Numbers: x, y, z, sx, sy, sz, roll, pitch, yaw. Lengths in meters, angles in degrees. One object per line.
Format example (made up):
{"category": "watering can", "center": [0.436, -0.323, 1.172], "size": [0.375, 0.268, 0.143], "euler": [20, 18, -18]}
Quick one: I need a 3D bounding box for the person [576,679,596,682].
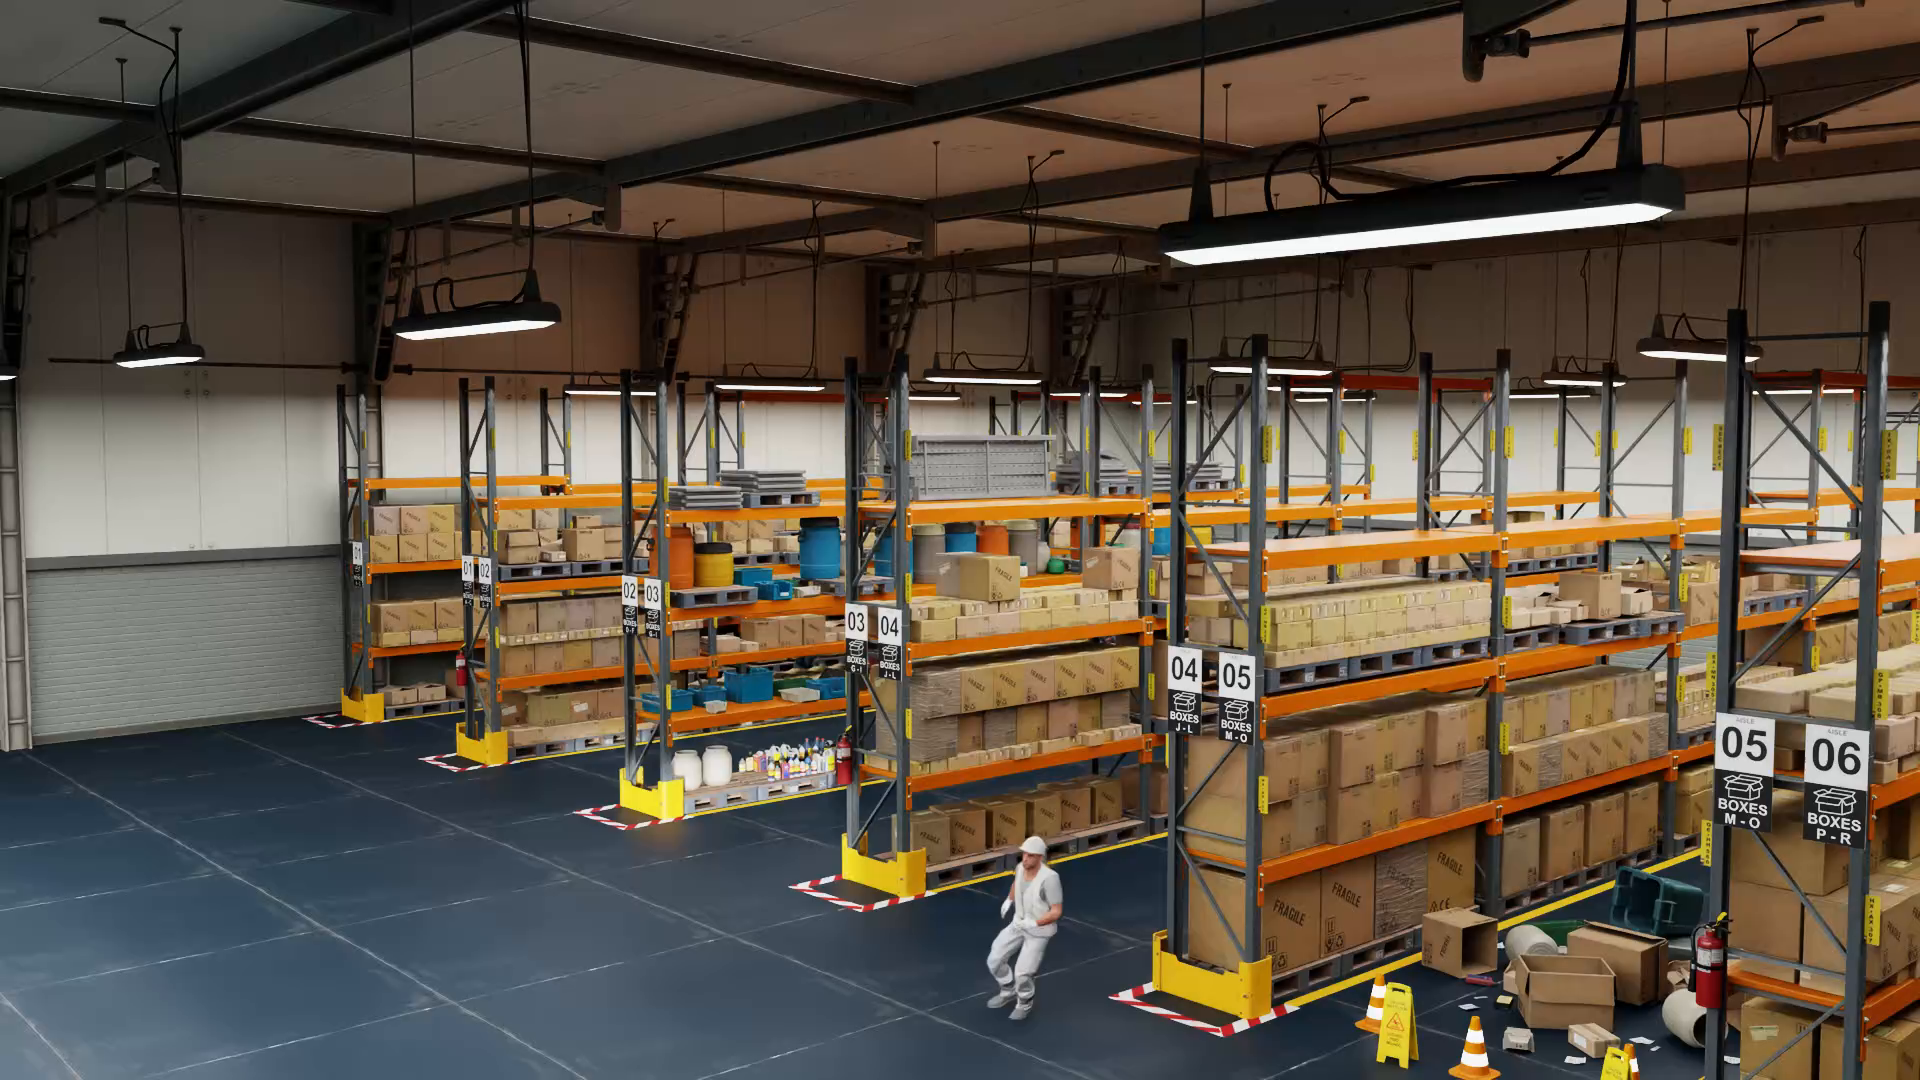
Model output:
{"category": "person", "center": [-6.863, 2.369, 30.132], "size": [0.667, 1.739, 0.838], "euler": [0, 4, -4]}

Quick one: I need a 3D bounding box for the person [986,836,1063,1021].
{"category": "person", "center": [0.533, 3.392, 14.438], "size": [0.858, 1.702, 0.669], "euler": [3, 5, 39]}

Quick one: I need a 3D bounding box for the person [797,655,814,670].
{"category": "person", "center": [-3.220, 2.239, 33.814], "size": [0.569, 1.430, 0.745], "euler": [2, 4, 22]}
